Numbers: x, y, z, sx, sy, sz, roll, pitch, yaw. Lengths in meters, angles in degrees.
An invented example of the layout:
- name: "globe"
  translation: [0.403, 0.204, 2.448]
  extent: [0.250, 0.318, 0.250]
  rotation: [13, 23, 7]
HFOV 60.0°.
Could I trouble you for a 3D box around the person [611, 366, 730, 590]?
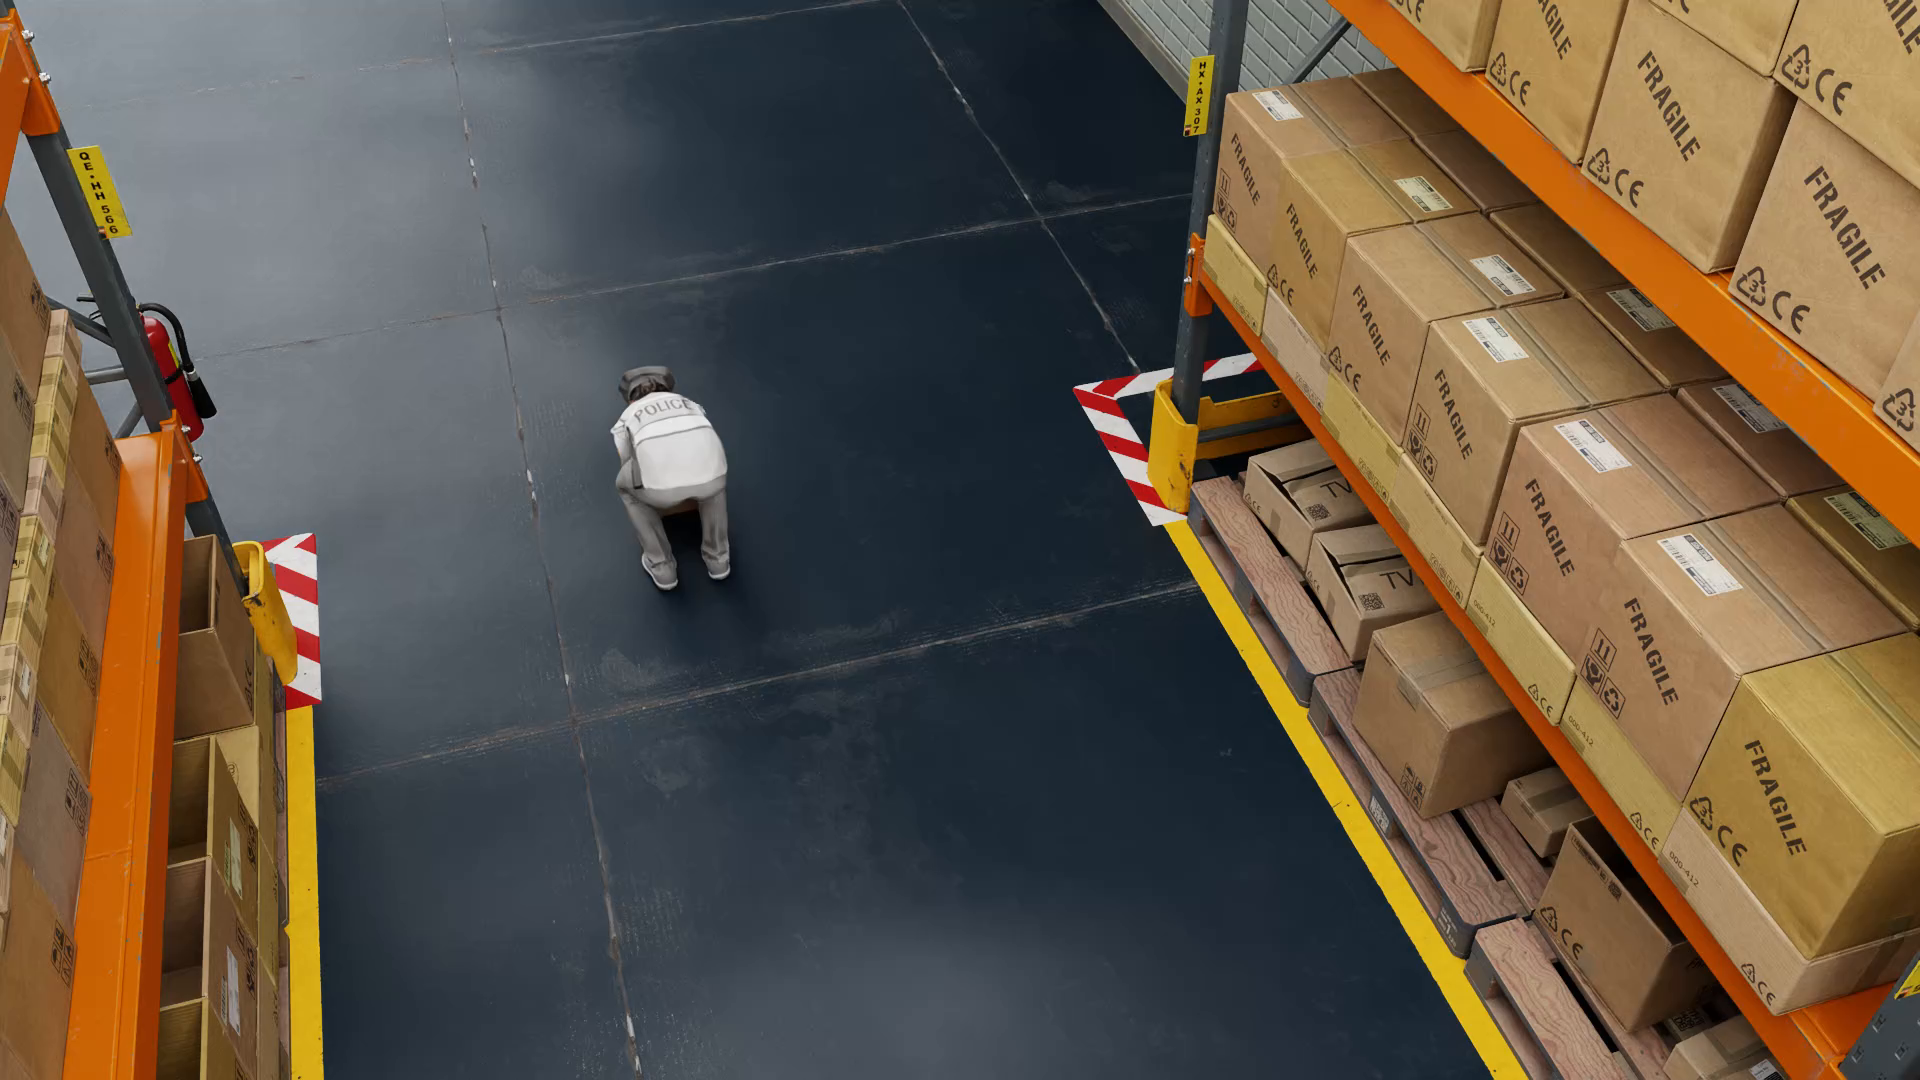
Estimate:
- name: "person"
  translation: [-1.237, -0.285, 7.094]
  extent: [0.467, 0.842, 0.889]
  rotation: [-14, 44, -15]
